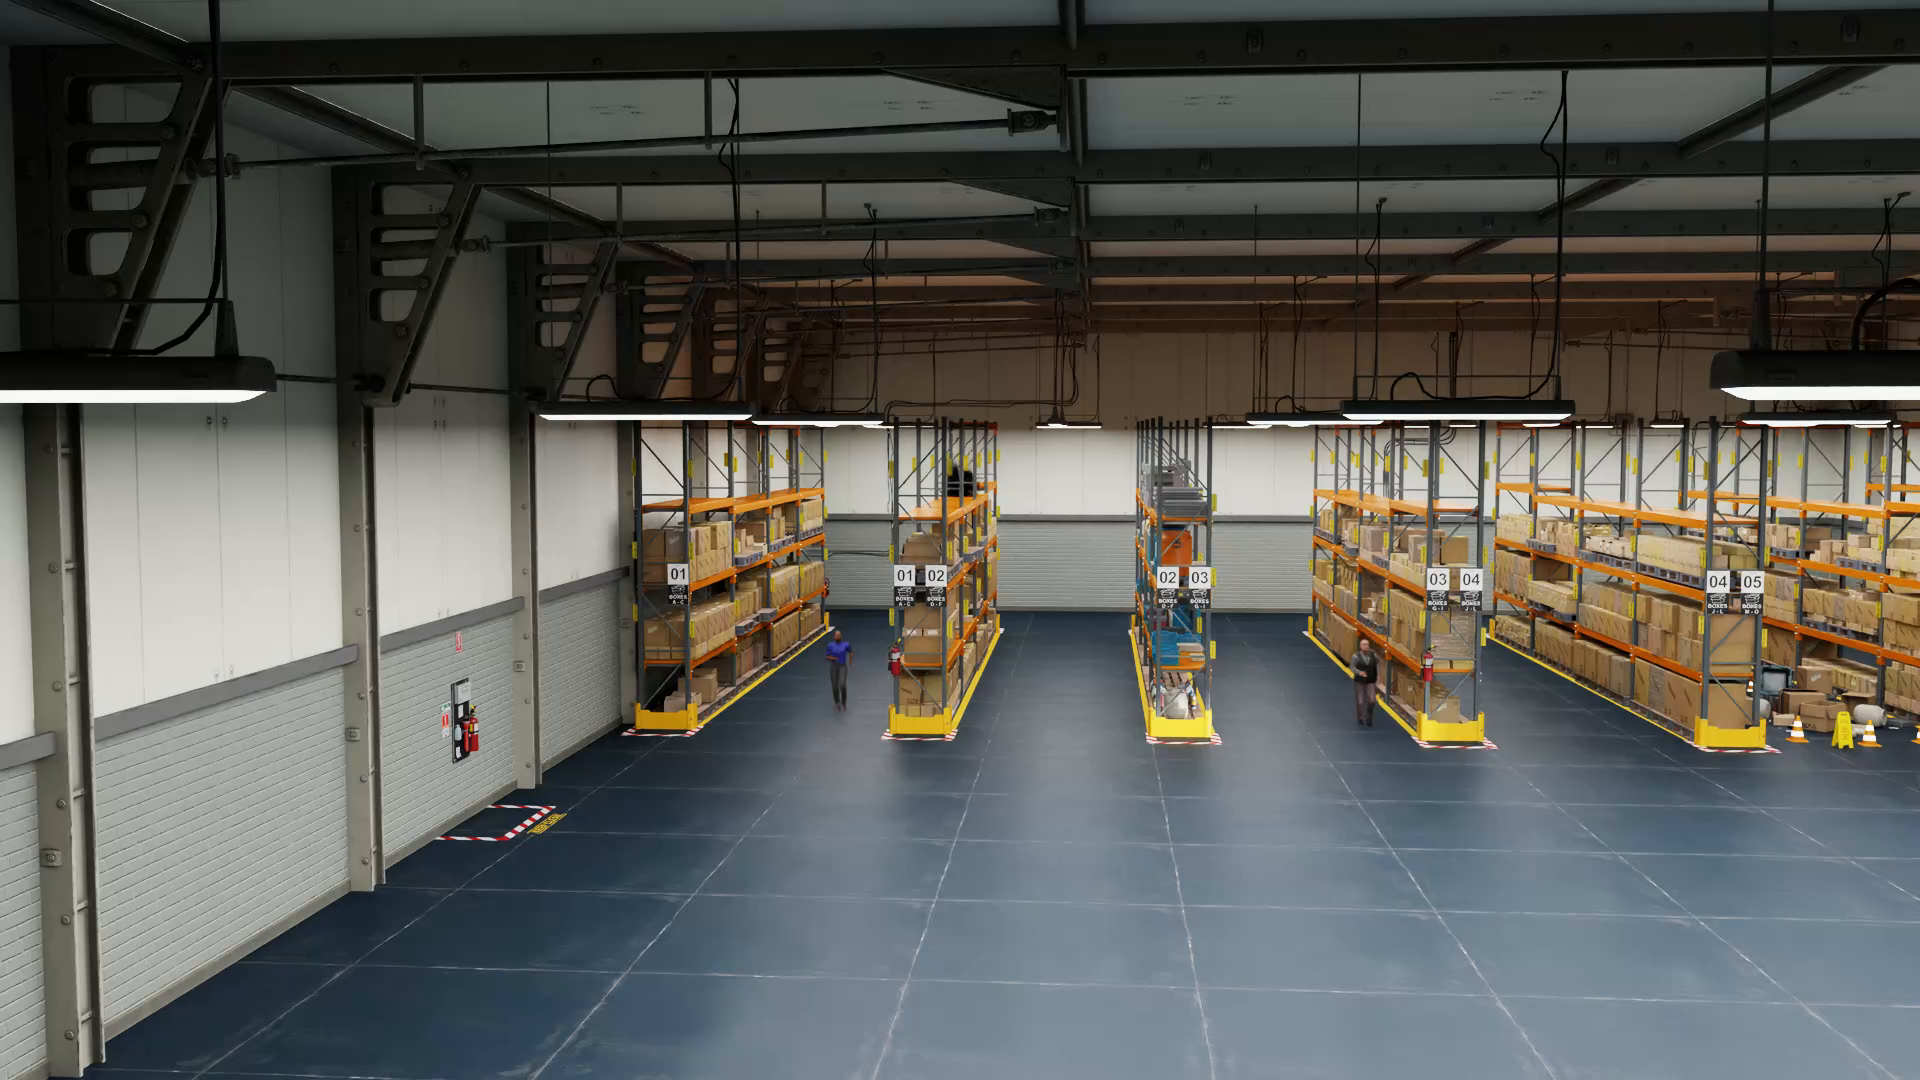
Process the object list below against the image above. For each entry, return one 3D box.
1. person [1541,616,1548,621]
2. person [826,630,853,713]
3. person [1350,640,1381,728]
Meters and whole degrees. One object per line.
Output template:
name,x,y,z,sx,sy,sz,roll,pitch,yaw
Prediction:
person,16.530,1.786,46.698,0.769,1.744,1.049,-2,4,-25
person,-2.469,2.685,33.985,0.541,1.701,0.726,0,4,2
person,7.832,2.772,32.090,0.625,1.707,0.768,0,4,5
